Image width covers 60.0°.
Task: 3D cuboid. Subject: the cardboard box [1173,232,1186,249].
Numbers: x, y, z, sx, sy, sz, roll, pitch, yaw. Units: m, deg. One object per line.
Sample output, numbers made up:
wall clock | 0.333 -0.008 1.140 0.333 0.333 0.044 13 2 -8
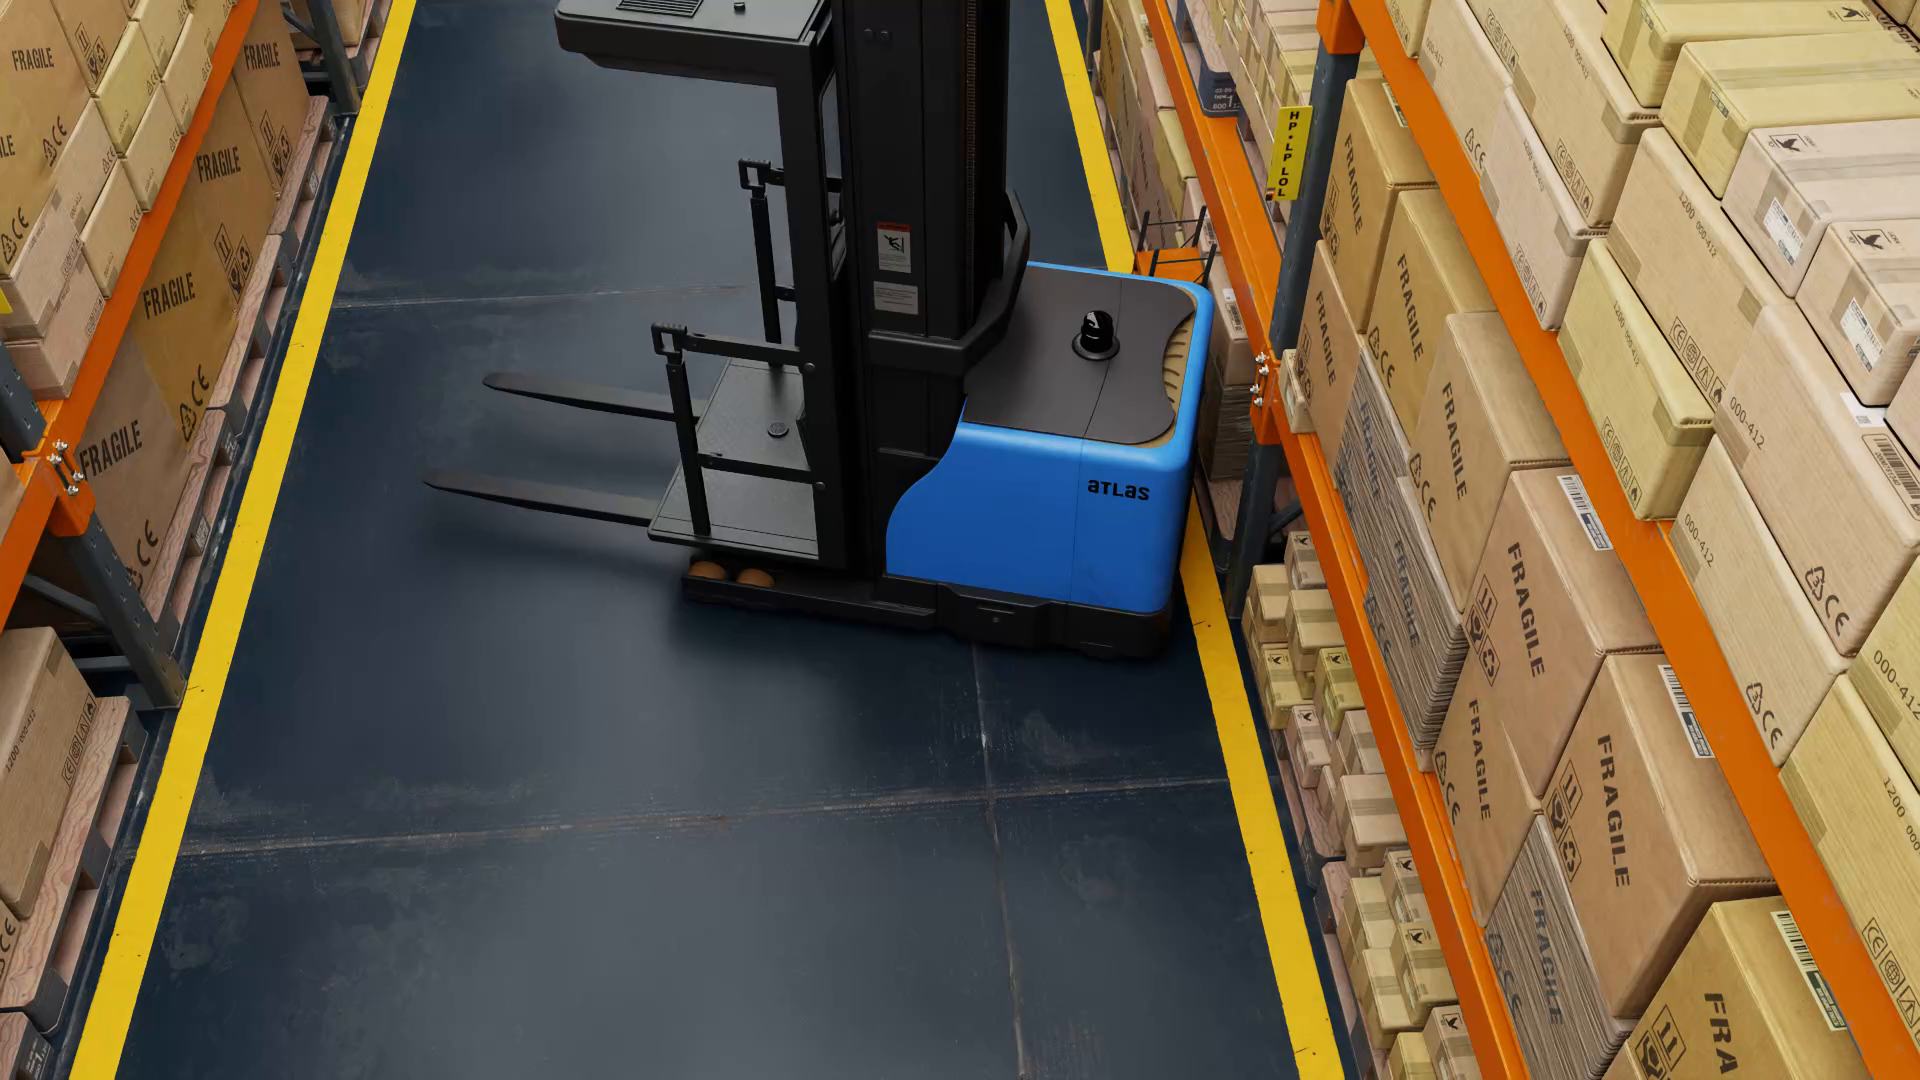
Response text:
cardboard box | 1.180 -0.968 7.034 0.500 0.500 0.500 -4 47 -4

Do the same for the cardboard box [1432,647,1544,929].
cardboard box | 1.455 0.555 3.885 0.500 0.500 0.500 -1 47 -1

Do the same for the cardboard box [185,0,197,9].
cardboard box | -3.320 -2.358 6.676 0.500 0.250 0.500 -5 47 -4

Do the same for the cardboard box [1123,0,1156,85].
cardboard box | 1.060 -2.348 7.824 0.500 0.250 0.500 -4 47 -4

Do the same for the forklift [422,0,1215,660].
forklift | -0.611 -1.102 5.775 3.031 2.935 1.130 9 47 8

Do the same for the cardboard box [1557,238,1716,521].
cardboard box | 1.427 -0.303 3.008 0.500 0.250 0.500 -2 47 -2

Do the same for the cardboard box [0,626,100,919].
cardboard box | -3.443 0.779 5.421 0.875 0.438 0.875 -4 47 -4

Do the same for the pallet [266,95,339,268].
pallet | -3.732 -1.778 8.289 1.003 0.211 1.213 -3 47 -3

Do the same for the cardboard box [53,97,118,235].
cardboard box | -3.216 -1.250 5.626 0.500 0.250 0.500 -3 47 -3

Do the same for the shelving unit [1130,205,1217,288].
shelving unit | 0.805 -0.887 6.757 0.258 1.200 0.189 -6 62 -6

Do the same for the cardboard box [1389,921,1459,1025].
cardboard box | 1.464 1.233 4.781 0.380 0.149 0.250 -3 47 -3

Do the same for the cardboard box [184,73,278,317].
cardboard box | -3.678 -1.576 7.350 0.875 0.875 0.875 -3 47 -3

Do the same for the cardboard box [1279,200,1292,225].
cardboard box | 1.305 -1.125 5.634 0.380 0.149 0.250 -4 47 -4

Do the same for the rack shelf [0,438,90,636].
rack shelf | -3.221 1.276 3.971 1.077 0.370 4.000 -3 47 -3

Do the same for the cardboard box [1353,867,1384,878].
cardboard box | 1.434 0.971 5.234 0.380 0.149 0.250 -2 47 -1

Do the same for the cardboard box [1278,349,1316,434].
cardboard box | 1.234 -0.481 5.313 0.380 0.149 0.250 -2 47 -2

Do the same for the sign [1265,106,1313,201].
sign | 0.983 -1.154 4.979 0.100 0.325 0.005 -3 47 -3

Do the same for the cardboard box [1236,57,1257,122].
cardboard box | 1.243 -1.675 6.154 0.380 0.149 0.250 -6 47 -5

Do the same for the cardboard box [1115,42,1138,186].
cardboard box | 1.052 -2.080 8.087 0.500 0.500 0.500 -3 47 -3

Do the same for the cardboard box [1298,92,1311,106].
cardboard box | 1.308 -1.333 5.421 0.380 0.149 0.250 -2 47 -1

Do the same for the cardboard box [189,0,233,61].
cardboard box | -3.338 -2.177 6.849 0.500 0.250 0.500 -4 47 -4

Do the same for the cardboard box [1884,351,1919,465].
cardboard box | 1.514 -0.151 2.246 0.380 0.149 0.250 -4 47 -4

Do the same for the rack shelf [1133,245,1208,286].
rack shelf | 0.817 -1.036 6.479 0.258 0.103 0.180 -6 62 -6

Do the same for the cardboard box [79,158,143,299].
cardboard box | -3.207 -1.075 5.806 0.500 0.250 0.500 -5 47 -4

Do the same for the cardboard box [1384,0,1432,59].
cardboard box | 1.312 -1.421 4.067 0.500 0.250 0.500 -1 47 -1

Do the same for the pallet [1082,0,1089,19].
pallet | 1.210 -3.302 9.732 1.003 0.211 1.213 -3 47 -3

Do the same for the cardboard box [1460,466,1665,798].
cardboard box | 1.442 0.181 3.551 0.500 0.500 0.500 -5 47 -5

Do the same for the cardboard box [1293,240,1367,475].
cardboard box | 1.326 -0.555 4.936 0.500 0.500 0.500 -4 47 -4

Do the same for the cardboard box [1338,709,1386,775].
cardboard box | 1.437 0.671 5.313 0.380 0.149 0.250 -5 47 -4

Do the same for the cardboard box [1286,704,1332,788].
cardboard box | 1.341 0.696 5.699 0.380 0.149 0.250 -4 47 -3

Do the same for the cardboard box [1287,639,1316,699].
cardboard box | 1.358 0.401 5.774 0.380 0.149 0.250 -3 47 -3

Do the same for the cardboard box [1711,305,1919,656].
cardboard box | 1.494 -0.108 2.480 0.500 0.250 0.500 -3 47 -3

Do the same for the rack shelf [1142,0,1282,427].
rack shelf | 1.368 -1.992 7.066 1.077 0.370 4.000 -3 47 -3

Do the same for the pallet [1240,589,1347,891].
pallet | 1.627 0.650 5.989 1.003 0.211 1.213 -3 47 -3

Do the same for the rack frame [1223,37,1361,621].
rack frame | 1.536 -0.792 5.434 1.000 3.000 0.127 -3 47 -3

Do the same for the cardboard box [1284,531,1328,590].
cardboard box | 1.358 0.101 5.853 0.380 0.149 0.250 -2 47 -2

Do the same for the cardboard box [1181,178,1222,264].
cardboard box | 1.192 -1.231 6.766 0.500 0.250 0.500 -1 47 -1

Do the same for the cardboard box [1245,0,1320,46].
cardboard box | 1.243 -1.905 5.962 0.380 0.149 0.250 -4 47 -3

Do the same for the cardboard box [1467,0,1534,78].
cardboard box | 1.374 -1.220 3.533 0.500 0.250 0.500 -4 47 -3

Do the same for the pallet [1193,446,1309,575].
pallet | 1.469 -0.396 6.980 1.003 0.211 1.213 -3 47 -3

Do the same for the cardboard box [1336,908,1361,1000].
cardboard box | 1.395 1.263 5.162 0.380 0.149 0.250 -5 47 -4

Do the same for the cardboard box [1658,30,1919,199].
cardboard box | 1.416 -0.713 2.778 0.380 0.149 0.250 -5 47 -4

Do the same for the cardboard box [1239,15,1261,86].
cardboard box | 1.237 -1.796 6.064 0.380 0.149 0.250 -5 47 -5

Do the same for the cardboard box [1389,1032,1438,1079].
cardboard box | 1.438 1.535 4.700 0.380 0.149 0.250 -1 47 -1

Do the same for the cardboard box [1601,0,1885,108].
cardboard box | 1.381 -0.902 2.957 0.380 0.149 0.250 -1 47 -1

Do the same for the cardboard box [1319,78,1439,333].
cardboard box | 1.331 -0.931 4.604 0.500 0.500 0.500 -2 47 -2

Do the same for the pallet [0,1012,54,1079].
pallet | -3.297 1.980 4.729 1.003 0.211 1.213 -3 47 -3

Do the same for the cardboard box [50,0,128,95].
cardboard box | -3.248 -1.862 5.690 0.500 0.500 0.500 -5 47 -4

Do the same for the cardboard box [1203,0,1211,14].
cardboard box | 1.171 -2.261 6.709 0.380 0.149 0.250 -5 47 -5
